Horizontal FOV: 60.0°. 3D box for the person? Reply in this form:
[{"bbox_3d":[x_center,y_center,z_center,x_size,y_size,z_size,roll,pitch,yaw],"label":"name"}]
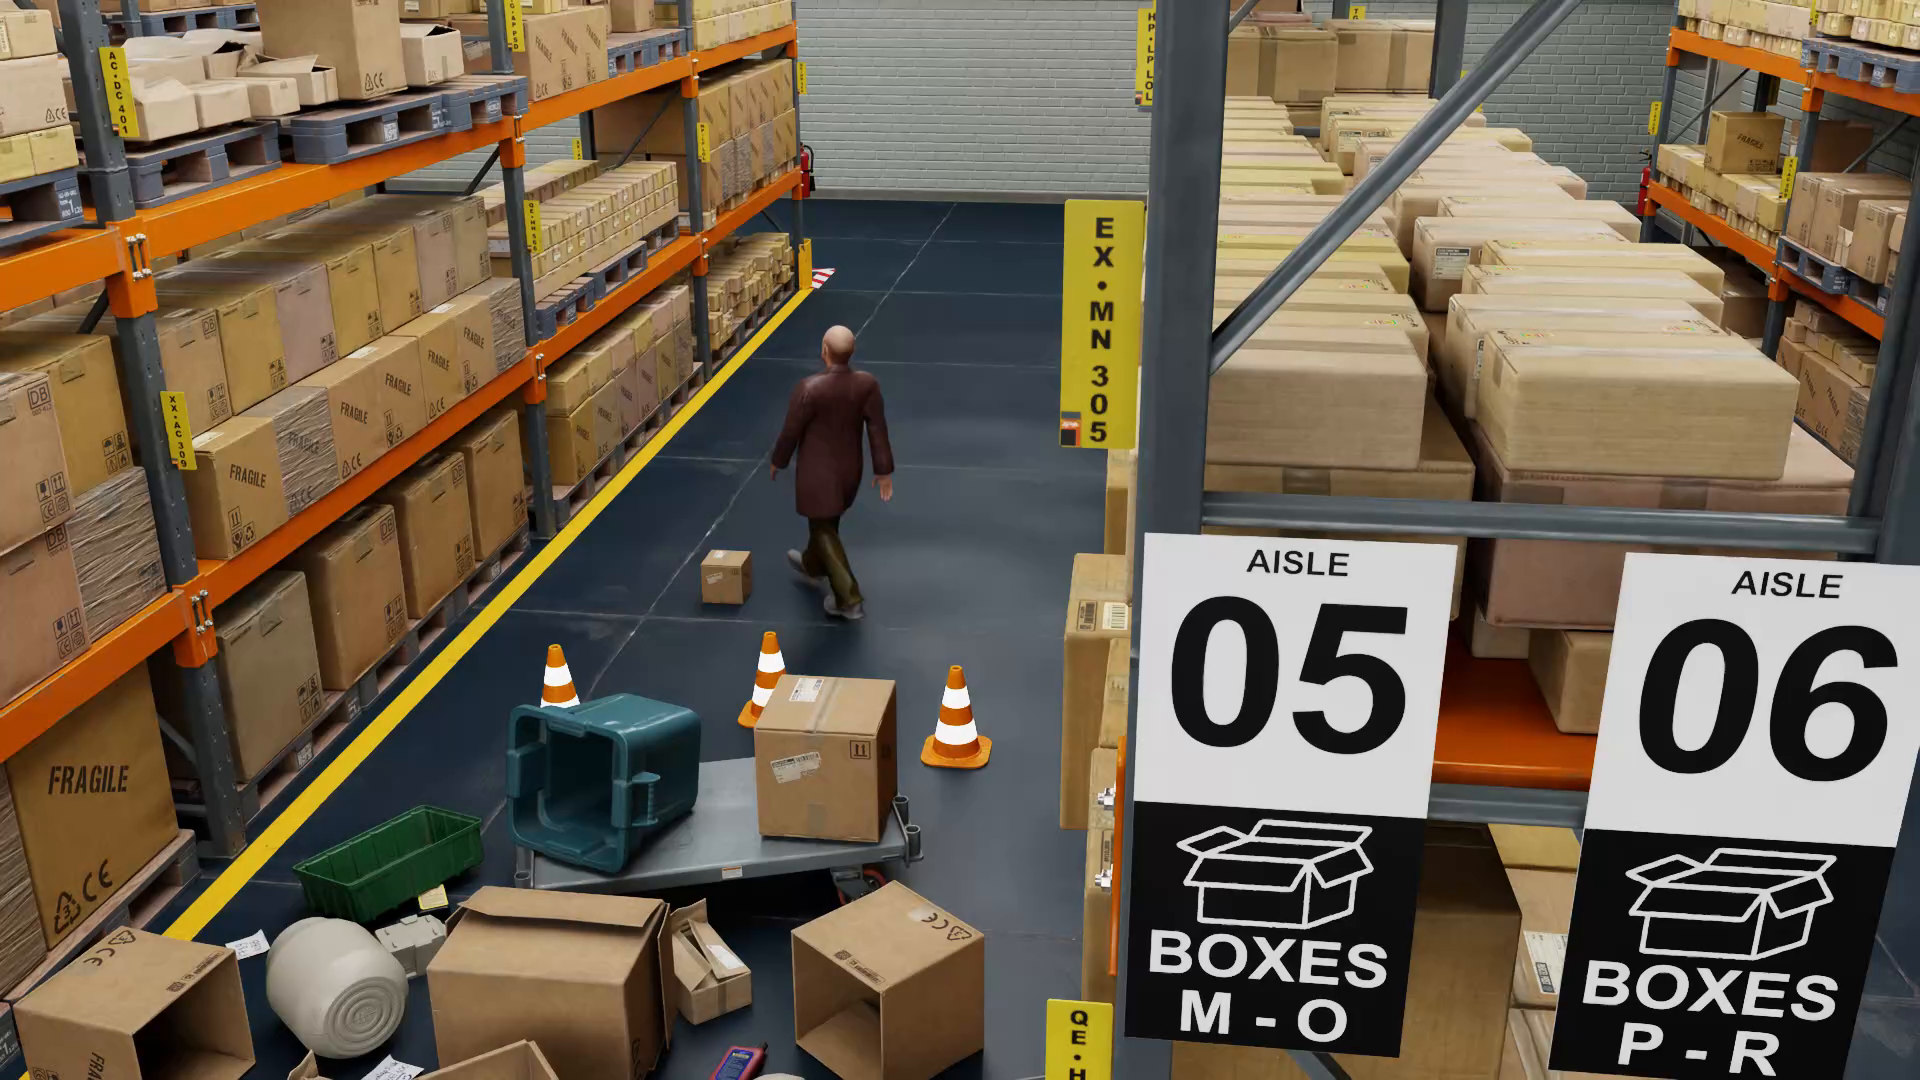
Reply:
[{"bbox_3d":[-0.837,-0.454,9.798,0.637,1.718,1.014,-15,26,-34],"label":"person"}]
